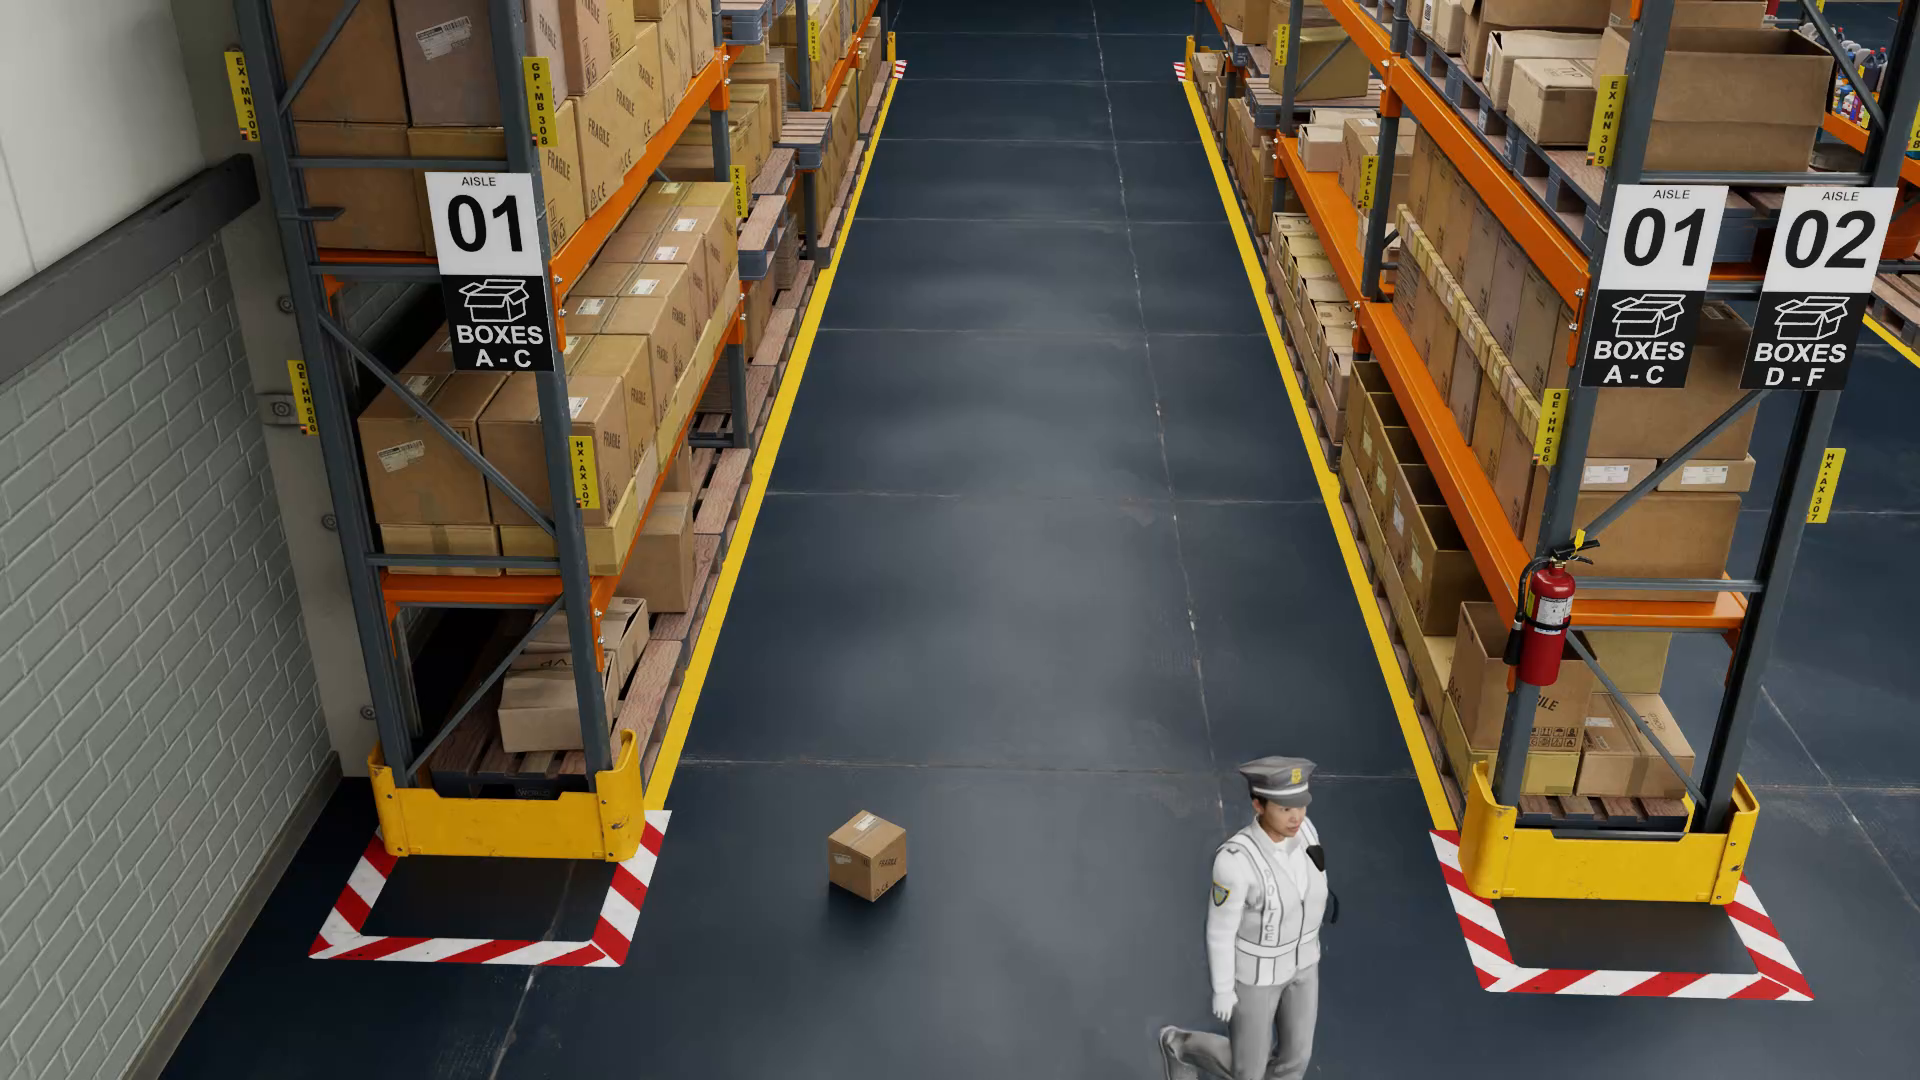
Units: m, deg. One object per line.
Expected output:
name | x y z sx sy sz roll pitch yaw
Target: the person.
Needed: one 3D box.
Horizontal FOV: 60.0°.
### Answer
person | 1.078 1.077 5.631 0.381 0.808 0.358 -18 33 -31
